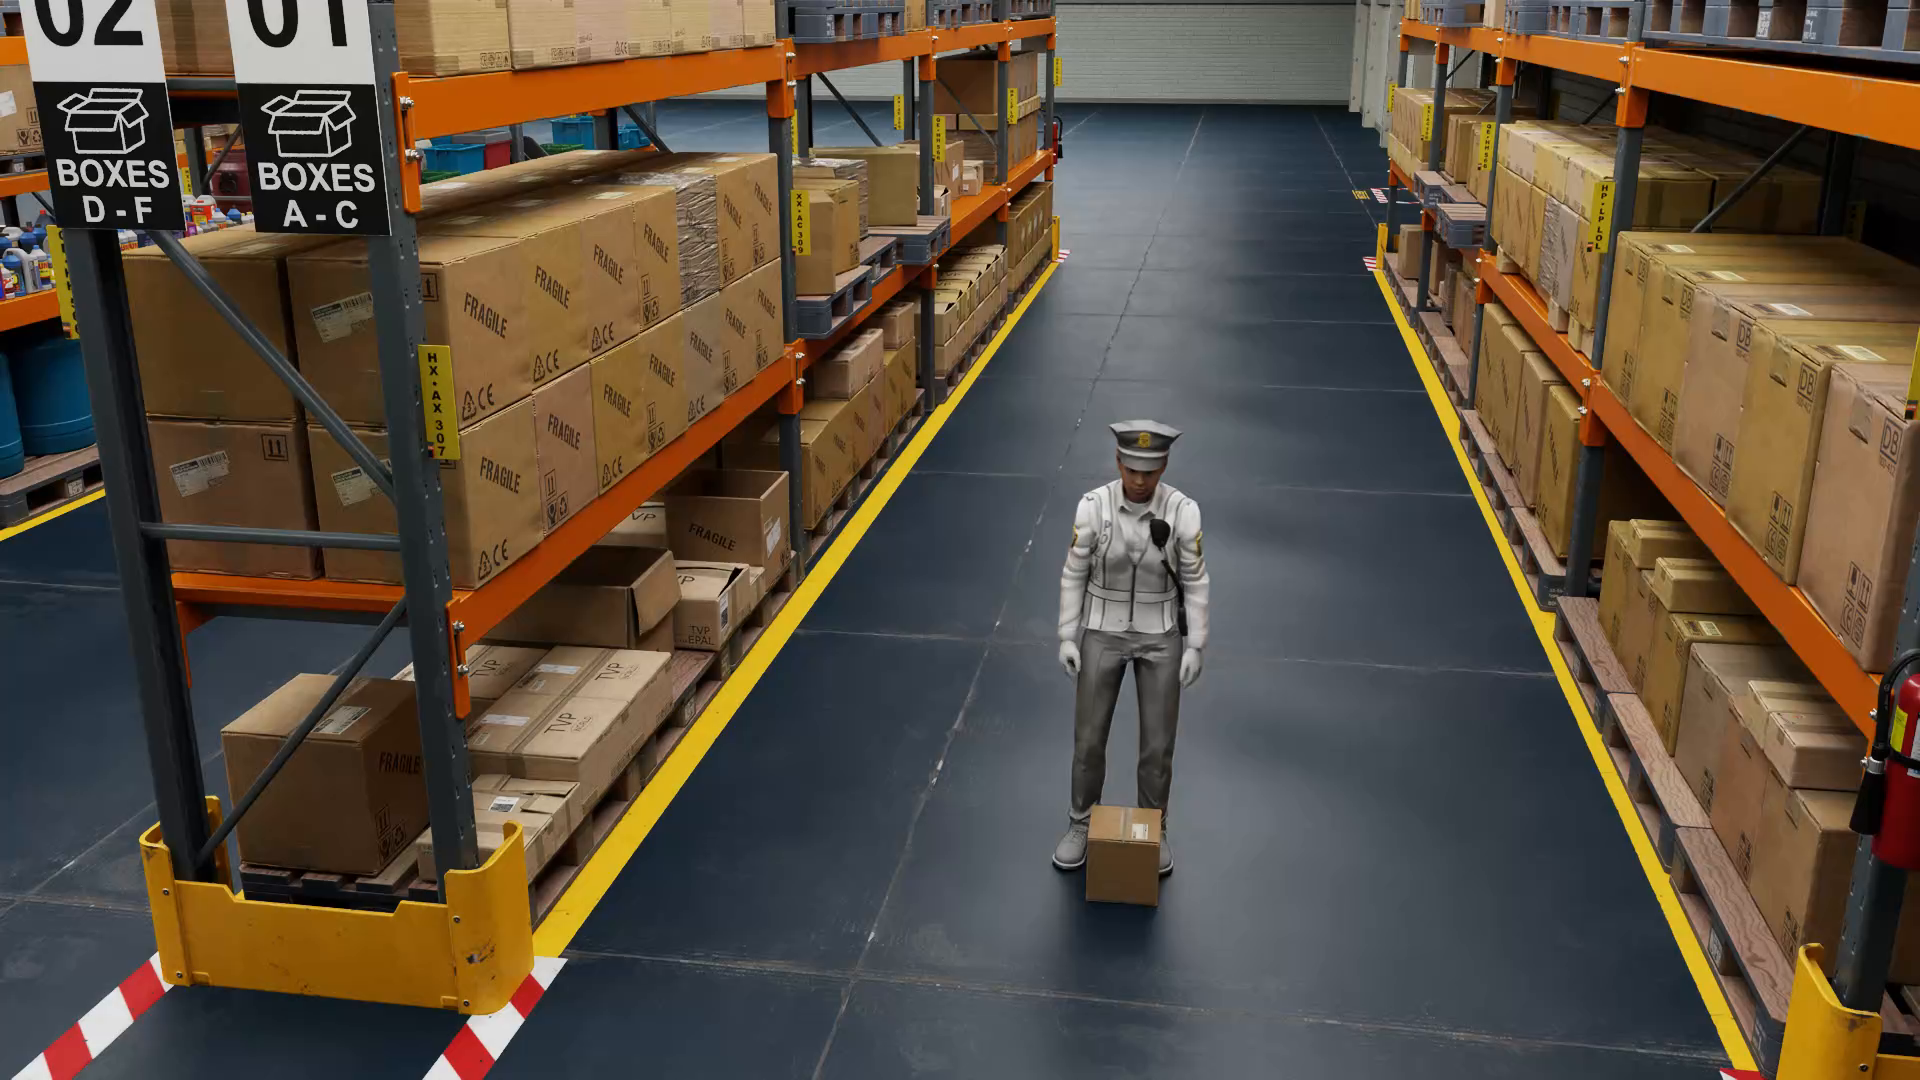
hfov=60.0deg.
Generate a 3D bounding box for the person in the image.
[{"bbox_3d":[0.611,0.373,5.902,0.531,1.663,0.377,3,18,8],"label":"person"}]
